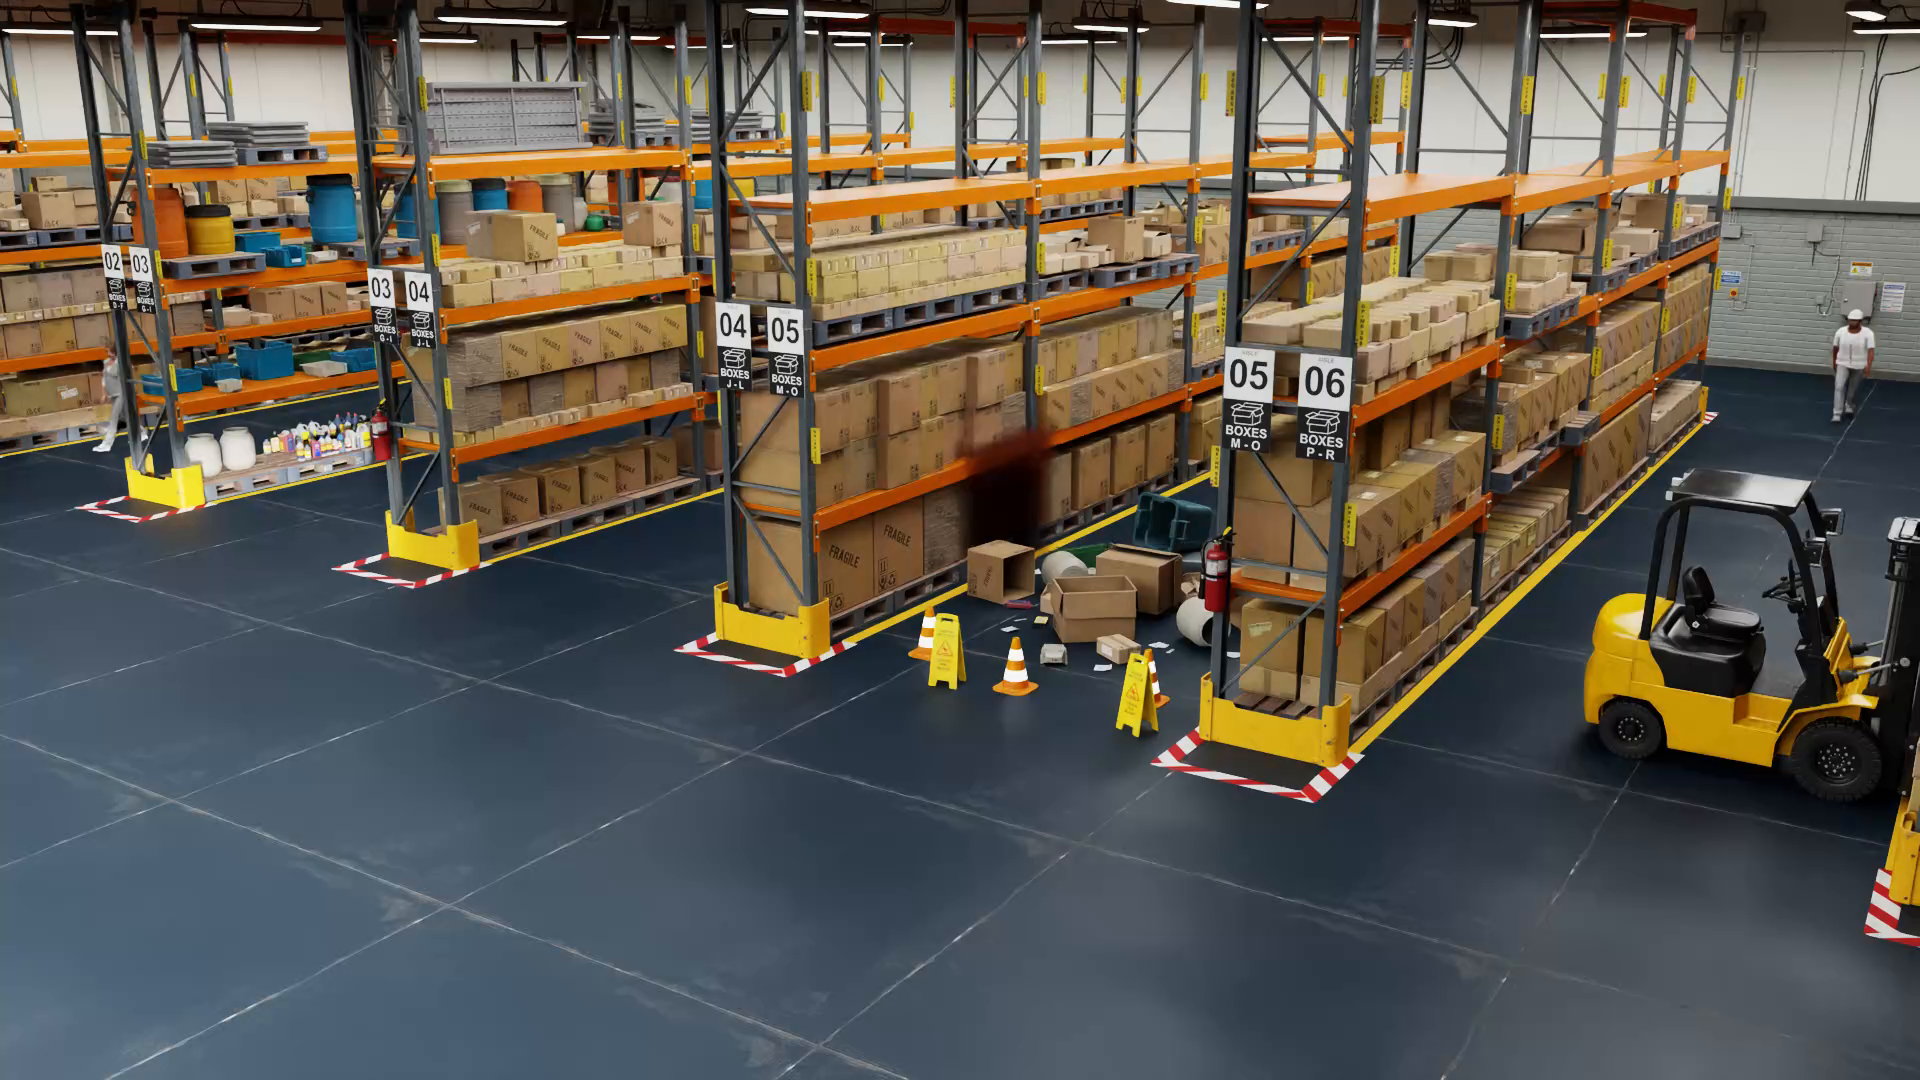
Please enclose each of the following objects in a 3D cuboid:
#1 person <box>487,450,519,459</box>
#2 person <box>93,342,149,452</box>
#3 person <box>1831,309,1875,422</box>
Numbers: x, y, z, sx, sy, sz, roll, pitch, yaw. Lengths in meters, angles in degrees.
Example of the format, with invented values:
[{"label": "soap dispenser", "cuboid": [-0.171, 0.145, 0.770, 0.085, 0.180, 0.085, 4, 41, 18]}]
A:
[{"label": "person", "cuboid": [-6.473, -2.061, 23.395, 0.628, 1.843, 0.592, 2, 16, 6]}, {"label": "person", "cuboid": [-12.060, -2.068, 23.746, 0.405, 1.520, 0.968, 7, 17, 23]}, {"label": "person", "cuboid": [13.776, -2.704, 25.703, 0.585, 1.708, 1.081, 9, 18, 29]}]
